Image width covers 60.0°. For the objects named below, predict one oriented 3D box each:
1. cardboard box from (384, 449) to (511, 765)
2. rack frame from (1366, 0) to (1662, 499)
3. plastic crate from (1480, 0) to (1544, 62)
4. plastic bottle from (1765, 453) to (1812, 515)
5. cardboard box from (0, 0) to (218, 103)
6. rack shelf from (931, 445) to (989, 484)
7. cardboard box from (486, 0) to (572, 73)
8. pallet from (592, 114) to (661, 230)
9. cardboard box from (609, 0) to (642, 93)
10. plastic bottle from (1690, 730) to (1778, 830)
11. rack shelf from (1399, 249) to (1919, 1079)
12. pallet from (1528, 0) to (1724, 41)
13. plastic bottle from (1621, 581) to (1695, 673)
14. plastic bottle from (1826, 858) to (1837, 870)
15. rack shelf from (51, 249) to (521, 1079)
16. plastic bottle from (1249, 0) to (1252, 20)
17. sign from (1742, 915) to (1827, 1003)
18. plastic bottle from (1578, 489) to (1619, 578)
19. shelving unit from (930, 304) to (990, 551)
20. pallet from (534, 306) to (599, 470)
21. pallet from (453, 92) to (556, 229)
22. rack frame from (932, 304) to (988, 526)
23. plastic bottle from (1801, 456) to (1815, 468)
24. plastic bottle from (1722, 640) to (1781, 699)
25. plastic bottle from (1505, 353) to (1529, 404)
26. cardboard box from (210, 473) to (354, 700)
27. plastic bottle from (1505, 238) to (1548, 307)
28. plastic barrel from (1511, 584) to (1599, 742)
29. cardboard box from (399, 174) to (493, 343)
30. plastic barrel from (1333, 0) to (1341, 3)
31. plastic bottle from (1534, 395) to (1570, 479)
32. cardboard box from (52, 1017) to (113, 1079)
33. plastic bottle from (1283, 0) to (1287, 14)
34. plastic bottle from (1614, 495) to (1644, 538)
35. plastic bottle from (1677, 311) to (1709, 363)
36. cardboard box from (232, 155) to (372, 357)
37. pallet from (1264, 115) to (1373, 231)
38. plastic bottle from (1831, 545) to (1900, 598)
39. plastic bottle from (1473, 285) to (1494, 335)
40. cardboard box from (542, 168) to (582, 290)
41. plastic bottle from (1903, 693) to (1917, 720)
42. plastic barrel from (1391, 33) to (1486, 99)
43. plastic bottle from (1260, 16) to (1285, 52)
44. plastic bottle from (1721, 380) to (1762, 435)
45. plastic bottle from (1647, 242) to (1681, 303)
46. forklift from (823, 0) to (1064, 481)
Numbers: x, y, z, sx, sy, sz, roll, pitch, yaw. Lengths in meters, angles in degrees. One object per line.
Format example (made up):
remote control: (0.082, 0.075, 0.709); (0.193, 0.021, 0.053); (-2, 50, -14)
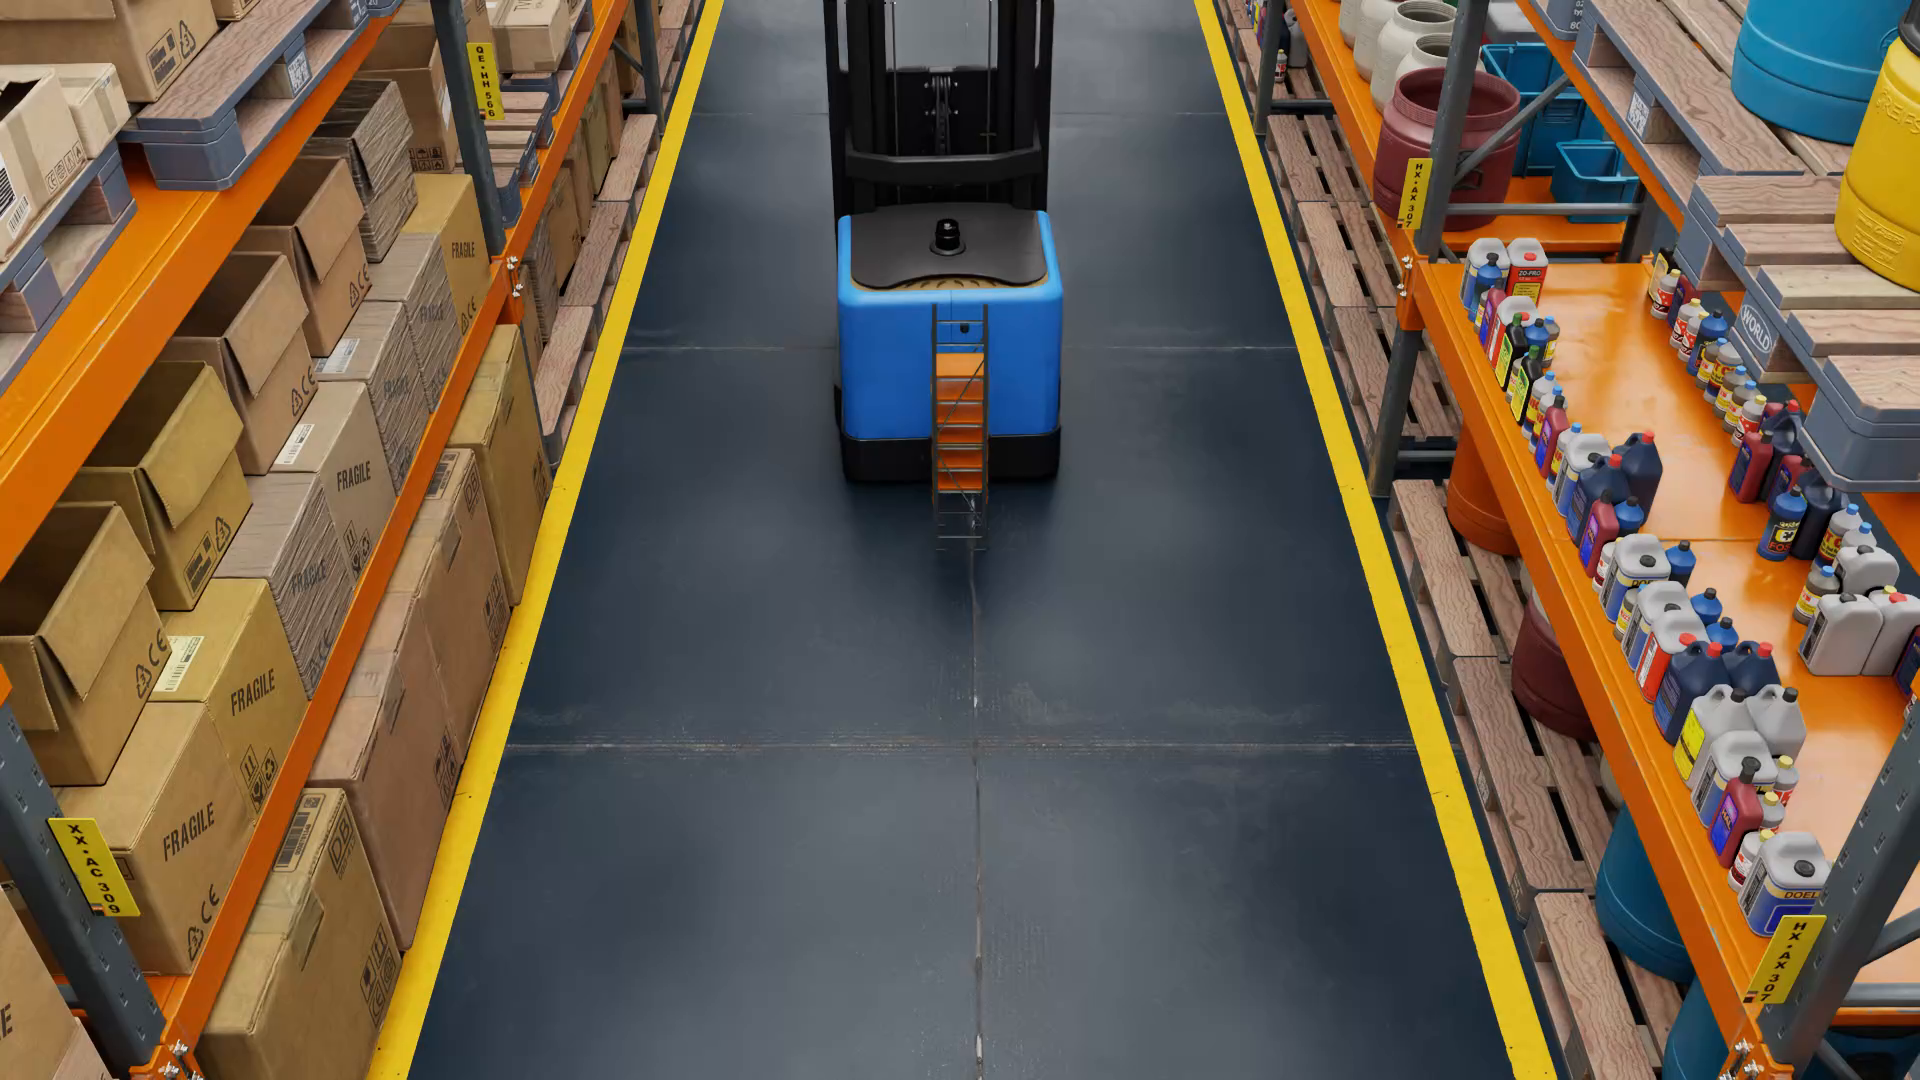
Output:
cardboard box: (-2.504, 0.251, 6.401); (1.225, 0.875, 0.875); (0, 39, 0)
rack frame: (2.476, -1.407, 7.106); (1.000, 3.000, 0.127); (0, 39, 0)
plastic crate: (2.780, -2.442, 8.348); (0.402, 0.464, 0.583); (0, 39, 0)
plastic bottle: (2.844, -0.195, 5.687); (0.061, 0.283, 0.133); (0, 39, 0)
cardboard box: (-2.453, -1.500, 4.406); (0.797, 0.503, 0.637); (-1, 39, -1)
rack shelf: (0.000, -0.349, 7.489); (0.258, 0.103, 0.180); (0, 39, 0)
cardboard box: (-2.249, -2.557, 8.326); (0.500, 0.250, 0.500); (-1, 39, -1)
pallet: (-2.479, -2.329, 10.488); (1.003, 0.211, 1.213); (0, 39, 0)
cardboard box: (-2.442, -3.343, 11.186); (0.500, 0.500, 0.500); (-1, 39, -1)
plastic bottle: (2.157, 0.669, 4.616); (0.152, 0.276, 0.135); (0, 39, 0)
rack shelf: (2.478, 0.125, 5.771); (1.077, 0.370, 4.000); (0, 39, 0)
pallet: (2.379, -2.025, 5.631); (1.003, 0.211, 1.213); (0, 39, 0)
plastic bottle: (2.156, 0.269, 5.115); (0.152, 0.276, 0.135); (0, 39, 0)
plastic bottle: (2.282, 0.914, 4.369); (0.097, 0.201, 0.097); (0, 39, 0)
rack shelf: (-2.475, 0.128, 5.766); (1.077, 0.370, 4.000); (0, 39, 0)
plastic bottle: (2.158, -3.888, 12.088); (0.097, 0.201, 0.097); (0, 39, 0)
sign: (1.931, 0.986, 3.900); (0.100, 0.325, 0.005); (0, 39, 0)
plastic bottle: (2.110, -0.023, 5.474); (0.061, 0.283, 0.133); (0, 39, 0)
shelving unit: (0.000, -0.477, 7.386); (0.258, 1.200, 0.189); (0, 39, 0)
pallet: (-2.476, -0.803, 8.584); (1.003, 0.211, 1.213); (0, 39, 0)
pallet: (-2.584, -1.774, 7.718); (1.213, 0.211, 1.003); (0, 39, 0)
rack frame: (0.000, -0.534, 7.457); (0.240, 1.200, 0.006); (0, 39, 0)
plastic bottle: (2.905, -0.195, 5.687); (0.061, 0.283, 0.133); (0, 39, 0)
plastic bottle: (2.296, 0.424, 4.862); (0.144, 0.351, 0.185); (0, 39, 0)
plastic bottle: (2.127, -0.613, 6.275); (0.097, 0.201, 0.097); (0, 39, 0)
cardboard box: (-2.224, 0.144, 5.091); (0.500, 0.500, 0.500); (-1, 39, -1)
plastic bottle: (2.305, -1.087, 6.807); (0.152, 0.276, 0.135); (0, 39, 0)
plastic barrel: (2.495, 0.383, 6.466); (0.600, 0.588, 0.708); (0, 39, 0)
cardboard box: (-2.229, -1.134, 6.686); (0.500, 0.500, 0.500); (1, 39, 1)
plastic barrel: (2.253, -3.363, 9.439); (0.433, 0.535, 0.433); (0, 39, 0)
plastic bottle: (2.109, -0.368, 5.903); (0.061, 0.283, 0.133); (0, 39, 0)
cardboard box: (-2.209, 1.317, 3.590); (0.500, 0.250, 0.500); (-1, 39, -1)
plastic bottle: (2.284, -3.760, 11.864); (0.061, 0.283, 0.133); (0, 39, 0)
plastic bottle: (2.189, -0.030, 5.492); (0.097, 0.271, 0.097); (0, 39, 0)
plastic bottle: (2.885, -0.799, 6.507); (0.097, 0.201, 0.097); (0, 39, 0)
cardboard box: (-2.494, -0.969, 5.678); (0.797, 0.503, 0.637); (1, 39, 1)
pallet: (2.511, -2.329, 10.487); (1.003, 0.211, 1.213); (0, 39, 0)
plastic bottle: (2.860, 0.129, 5.289); (0.152, 0.276, 0.135); (0, 39, 0)
plastic bottle: (2.126, -0.925, 6.664); (0.097, 0.201, 0.097); (0, 39, 0)
cardboard box: (-2.519, -1.720, 9.144); (0.700, 0.500, 0.500); (3, 39, 4)
plastic bottle: (2.888, 0.460, 4.937); (0.097, 0.201, 0.097); (0, 39, 0)
plastic barrel: (2.261, -2.093, 7.874); (0.421, 0.512, 0.421); (0, 39, 0)
plastic bottle: (2.182, -3.568, 11.571); (0.144, 0.351, 0.185); (-2, 39, -2)
plastic bottle: (2.886, -0.495, 6.127); (0.097, 0.201, 0.097); (0, 39, 0)
plastic bottle: (2.903, -1.108, 6.828); (0.061, 0.283, 0.133); (0, 39, 0)
forklift: (-0.114, -2.328, 8.311); (1.130, 2.935, 3.031); (-2, 39, -2)
